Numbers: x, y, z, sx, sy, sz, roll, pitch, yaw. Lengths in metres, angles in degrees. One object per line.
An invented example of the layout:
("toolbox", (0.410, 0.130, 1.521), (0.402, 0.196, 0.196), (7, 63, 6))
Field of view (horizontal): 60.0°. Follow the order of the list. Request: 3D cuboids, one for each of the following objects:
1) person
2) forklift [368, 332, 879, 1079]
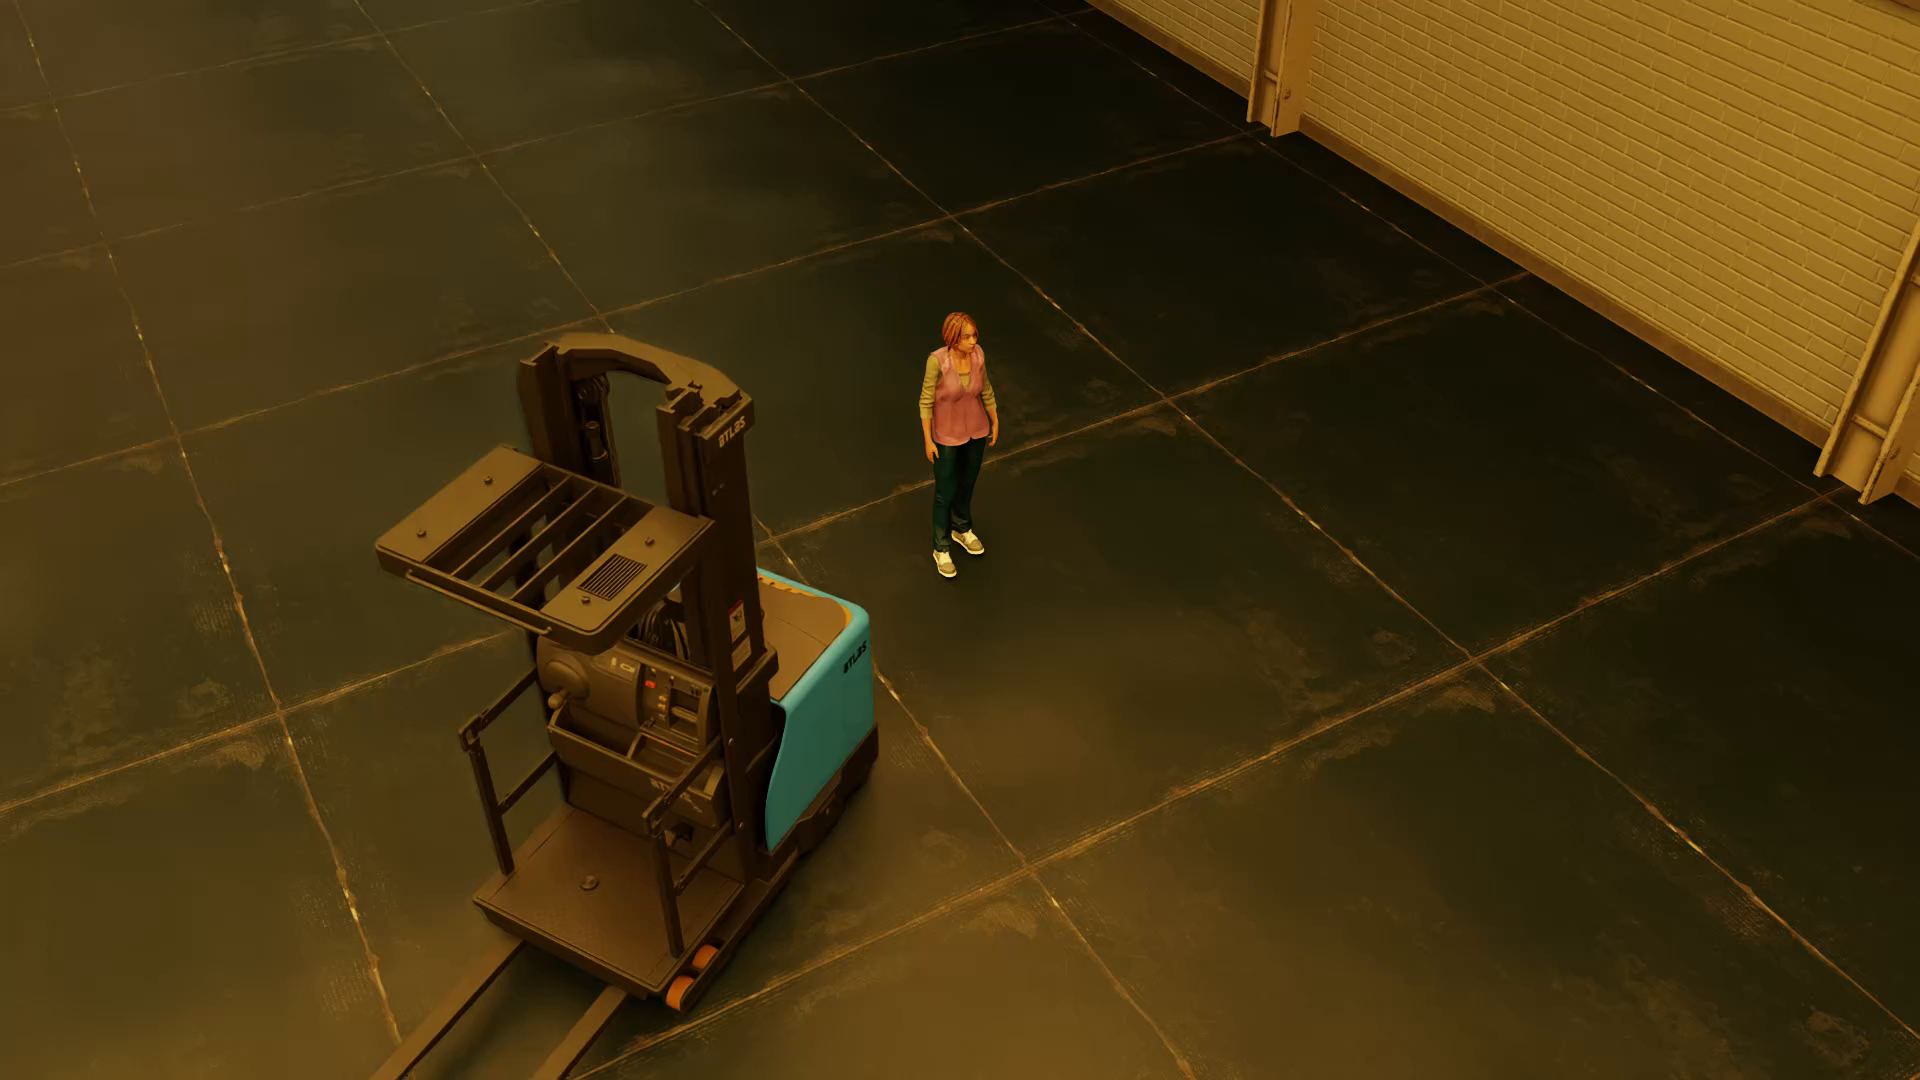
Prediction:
("person", (0.025, -0.575, 9.762), (0.520, 1.599, 0.473), (-20, 44, -23))
("forklift", (-1.581, 0.718, 7.170), (1.130, 2.935, 3.031), (19, 43, 22))
